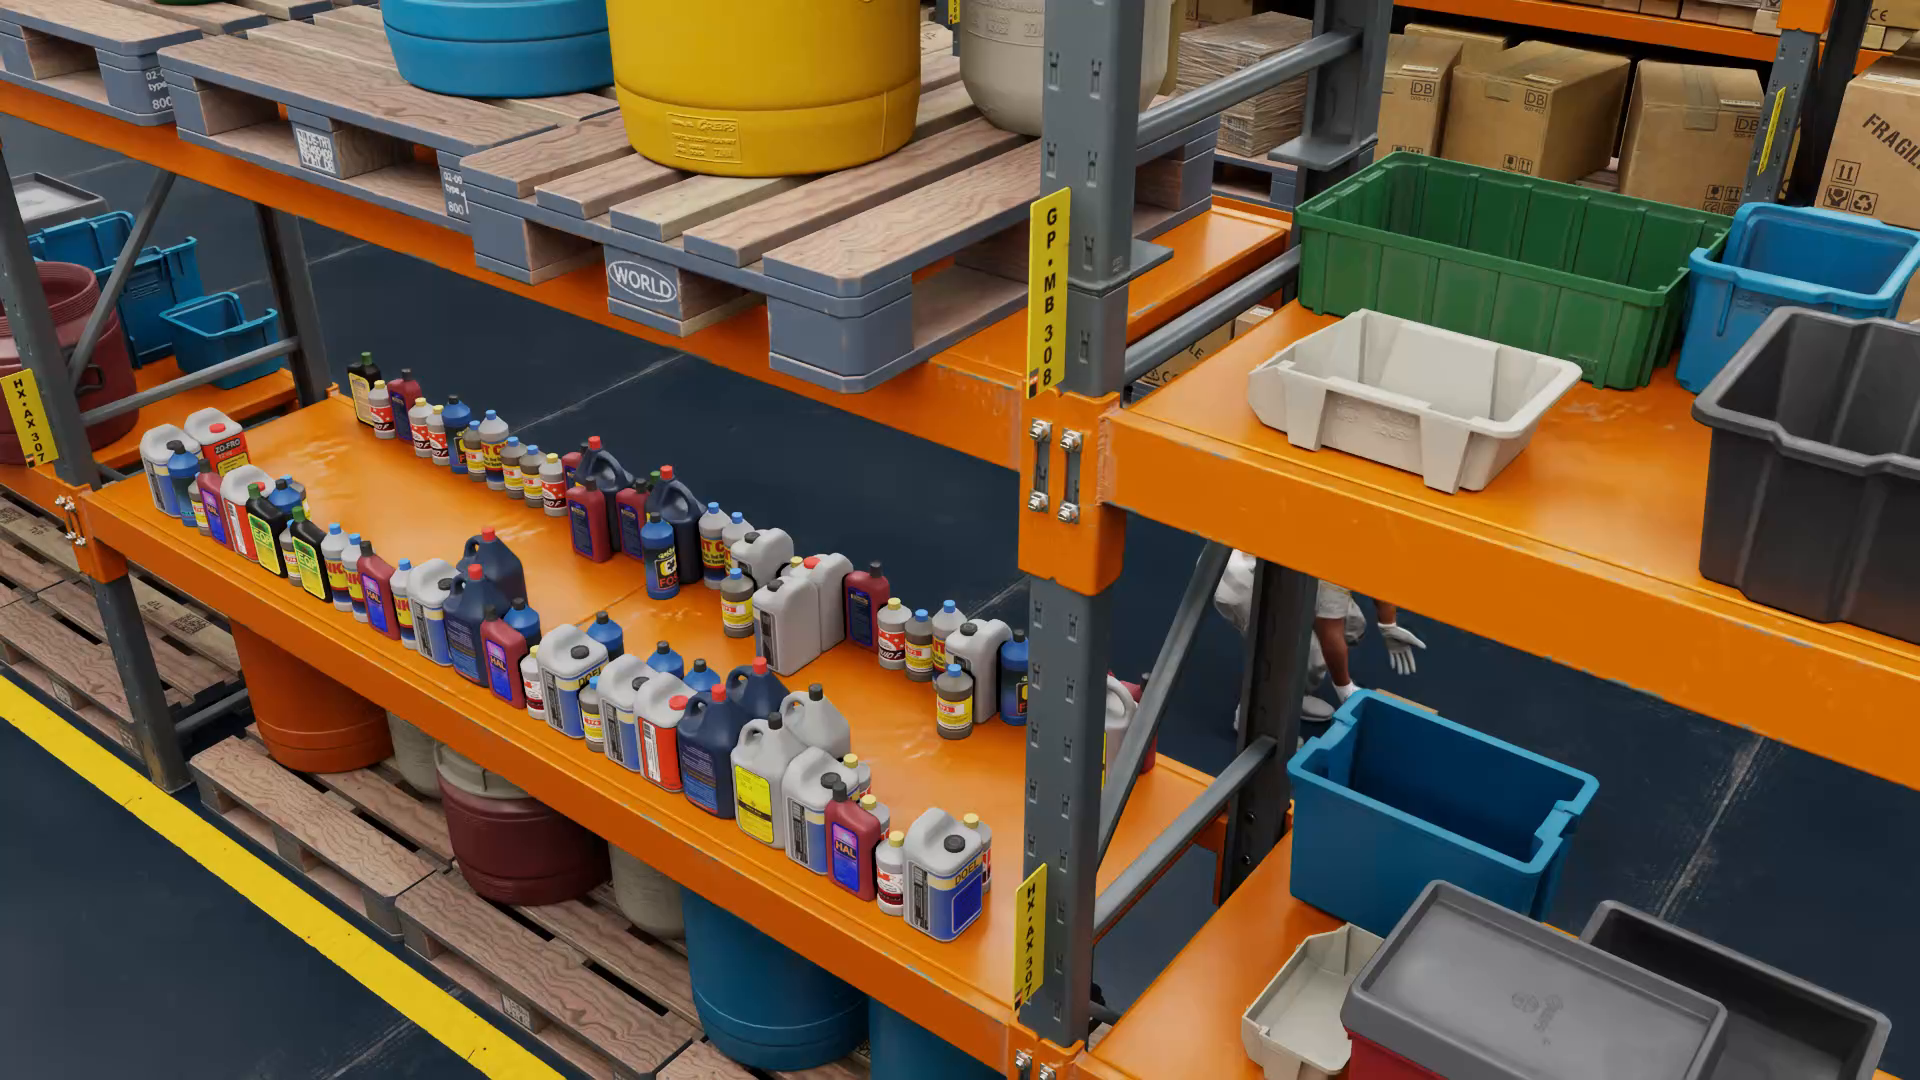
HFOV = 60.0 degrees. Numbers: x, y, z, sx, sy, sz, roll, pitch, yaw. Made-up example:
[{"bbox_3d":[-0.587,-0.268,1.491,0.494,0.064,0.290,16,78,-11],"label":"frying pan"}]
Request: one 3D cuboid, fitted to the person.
[{"bbox_3d":[1.346,0.228,6.334,0.859,1.168,0.596,21,37,31],"label":"person"}]
